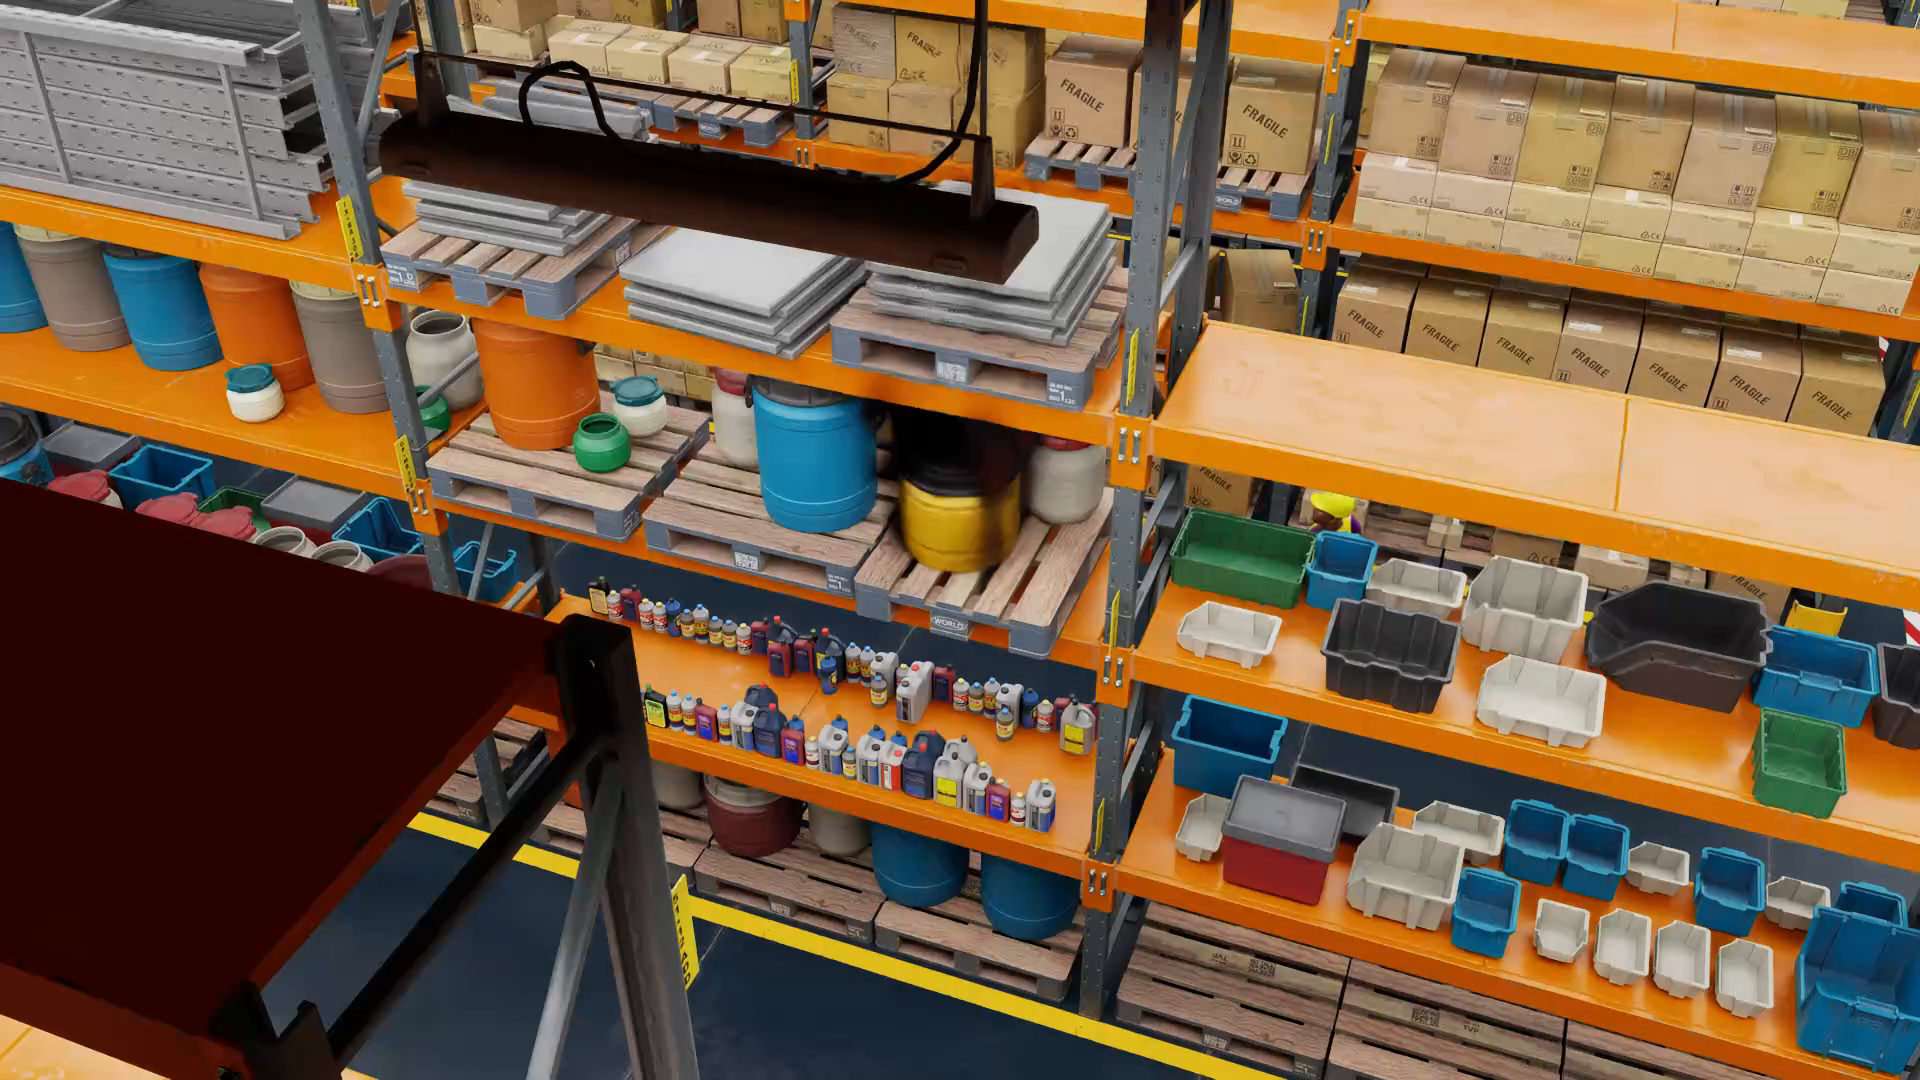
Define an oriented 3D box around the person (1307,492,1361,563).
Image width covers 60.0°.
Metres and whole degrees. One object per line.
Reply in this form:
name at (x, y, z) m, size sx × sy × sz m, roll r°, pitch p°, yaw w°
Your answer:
person at (2.442, 0.372, 11.411) m, size 0.631 × 1.759 × 0.646 m, roll 2°, pitch 37°, yaw 3°
